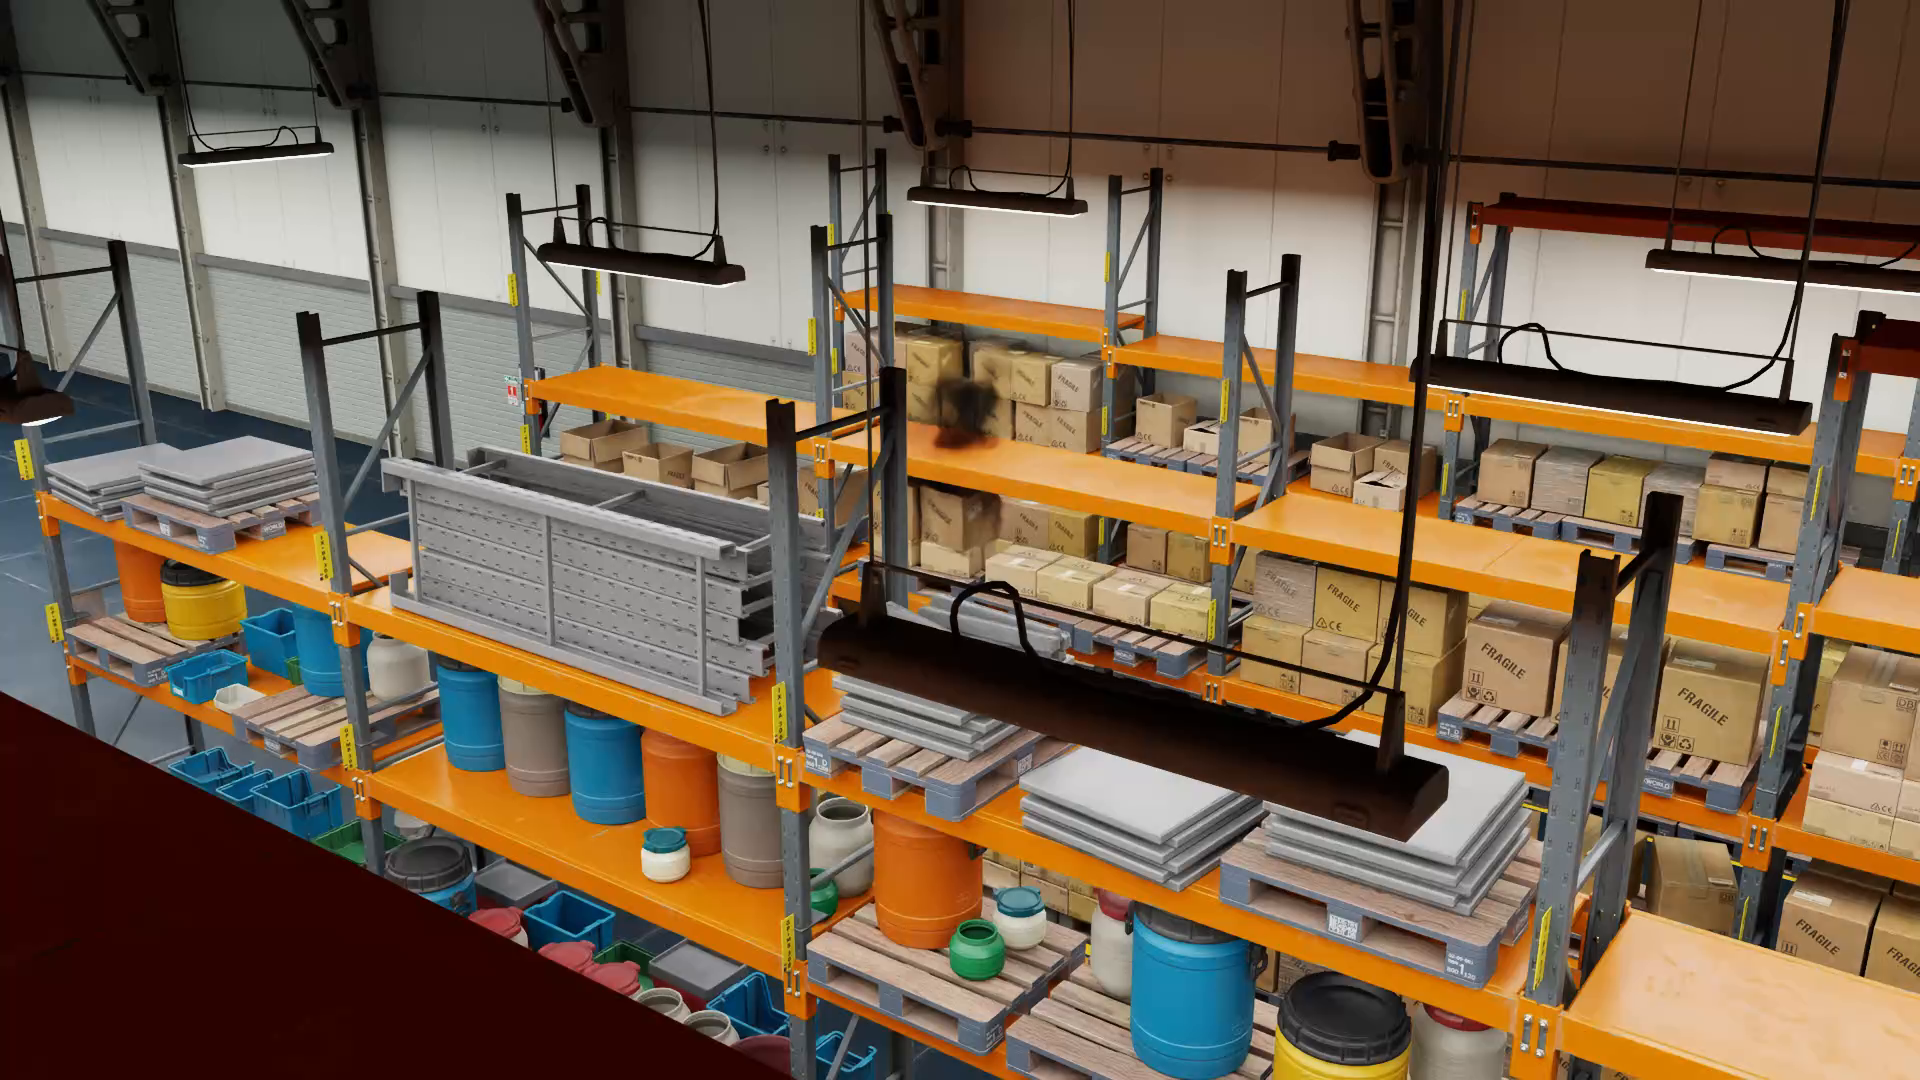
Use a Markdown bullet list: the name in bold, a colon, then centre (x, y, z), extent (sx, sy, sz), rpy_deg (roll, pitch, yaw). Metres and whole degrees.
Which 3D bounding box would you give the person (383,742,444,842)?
- **person**: centre (-4.921, 2.345, 15.241), extent (0.897, 1.744, 0.719), rpy_deg (11, 21, 29)
